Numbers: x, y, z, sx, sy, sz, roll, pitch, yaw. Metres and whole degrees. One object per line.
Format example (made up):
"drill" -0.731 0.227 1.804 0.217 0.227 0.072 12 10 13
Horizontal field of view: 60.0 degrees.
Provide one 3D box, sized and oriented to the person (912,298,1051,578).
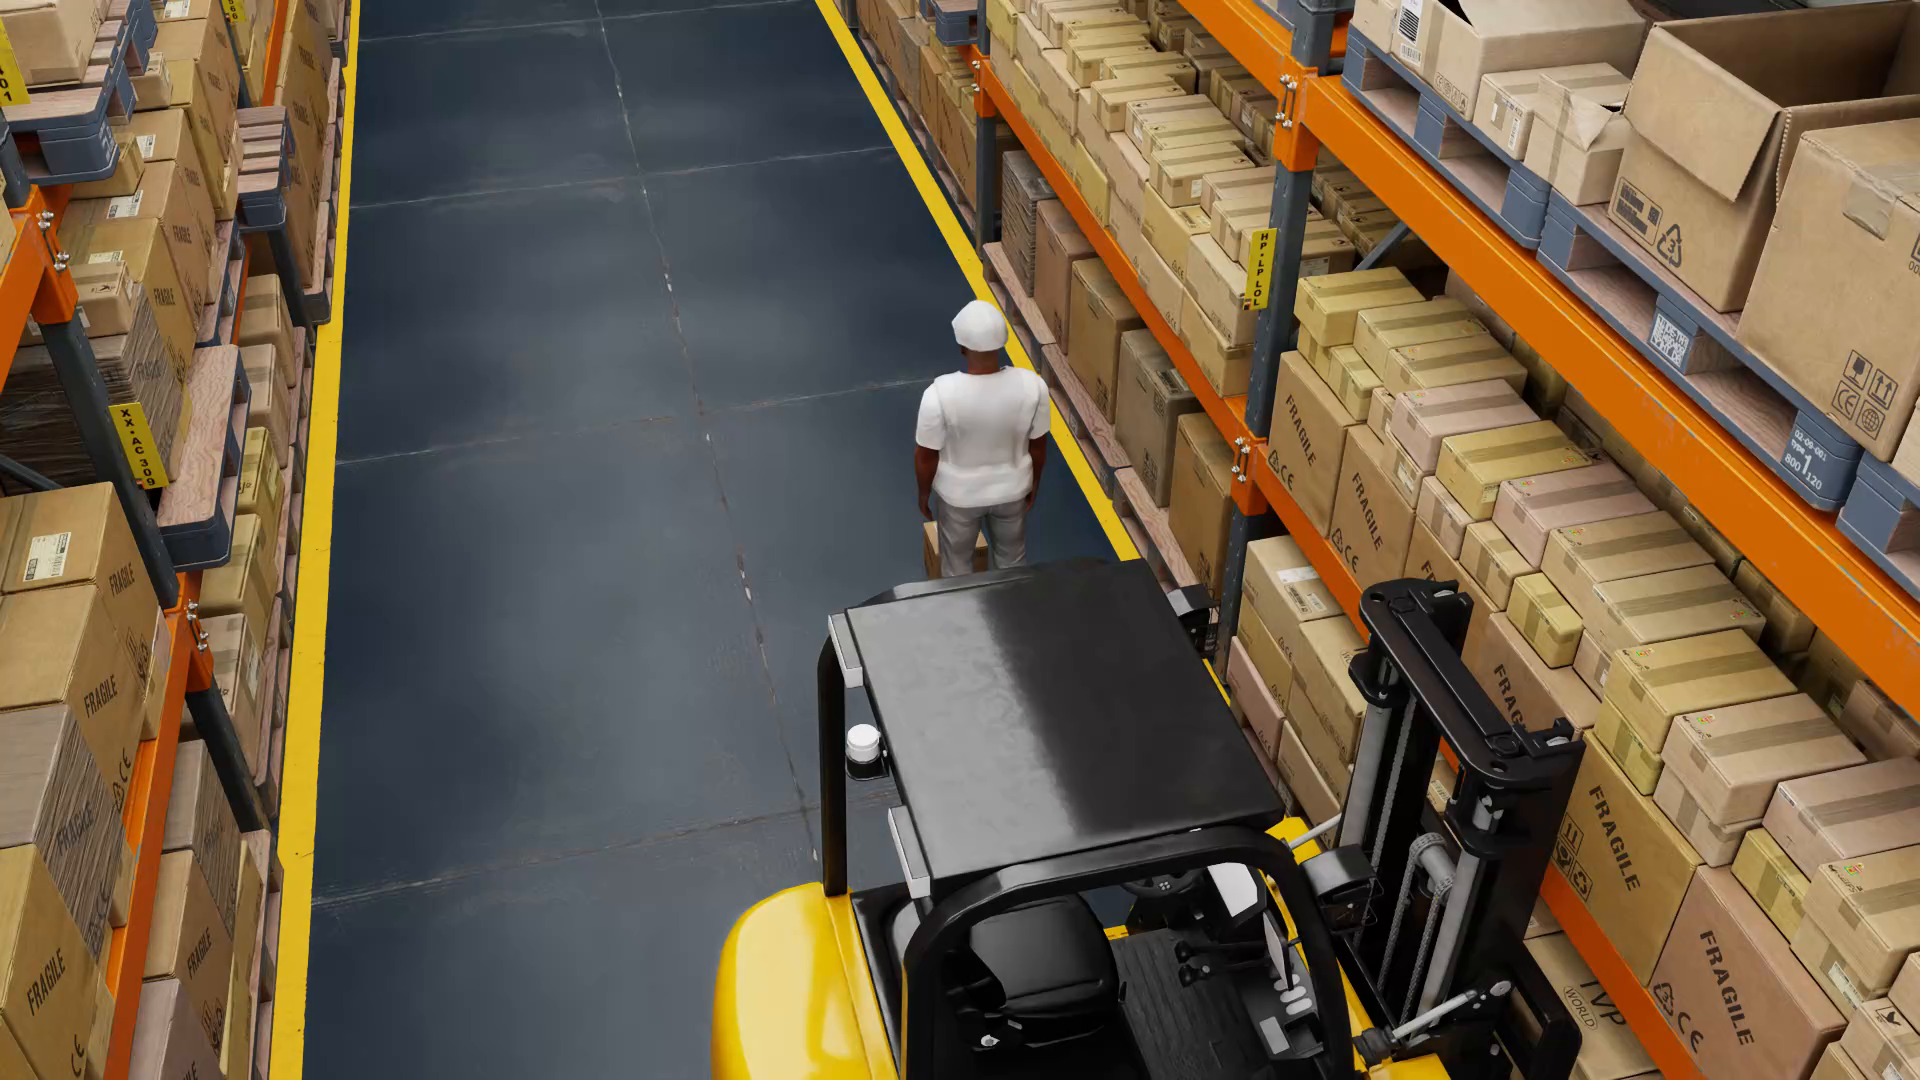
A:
"person" 0.080 -0.220 6.981 0.567 1.759 0.363 -8 39 -10
